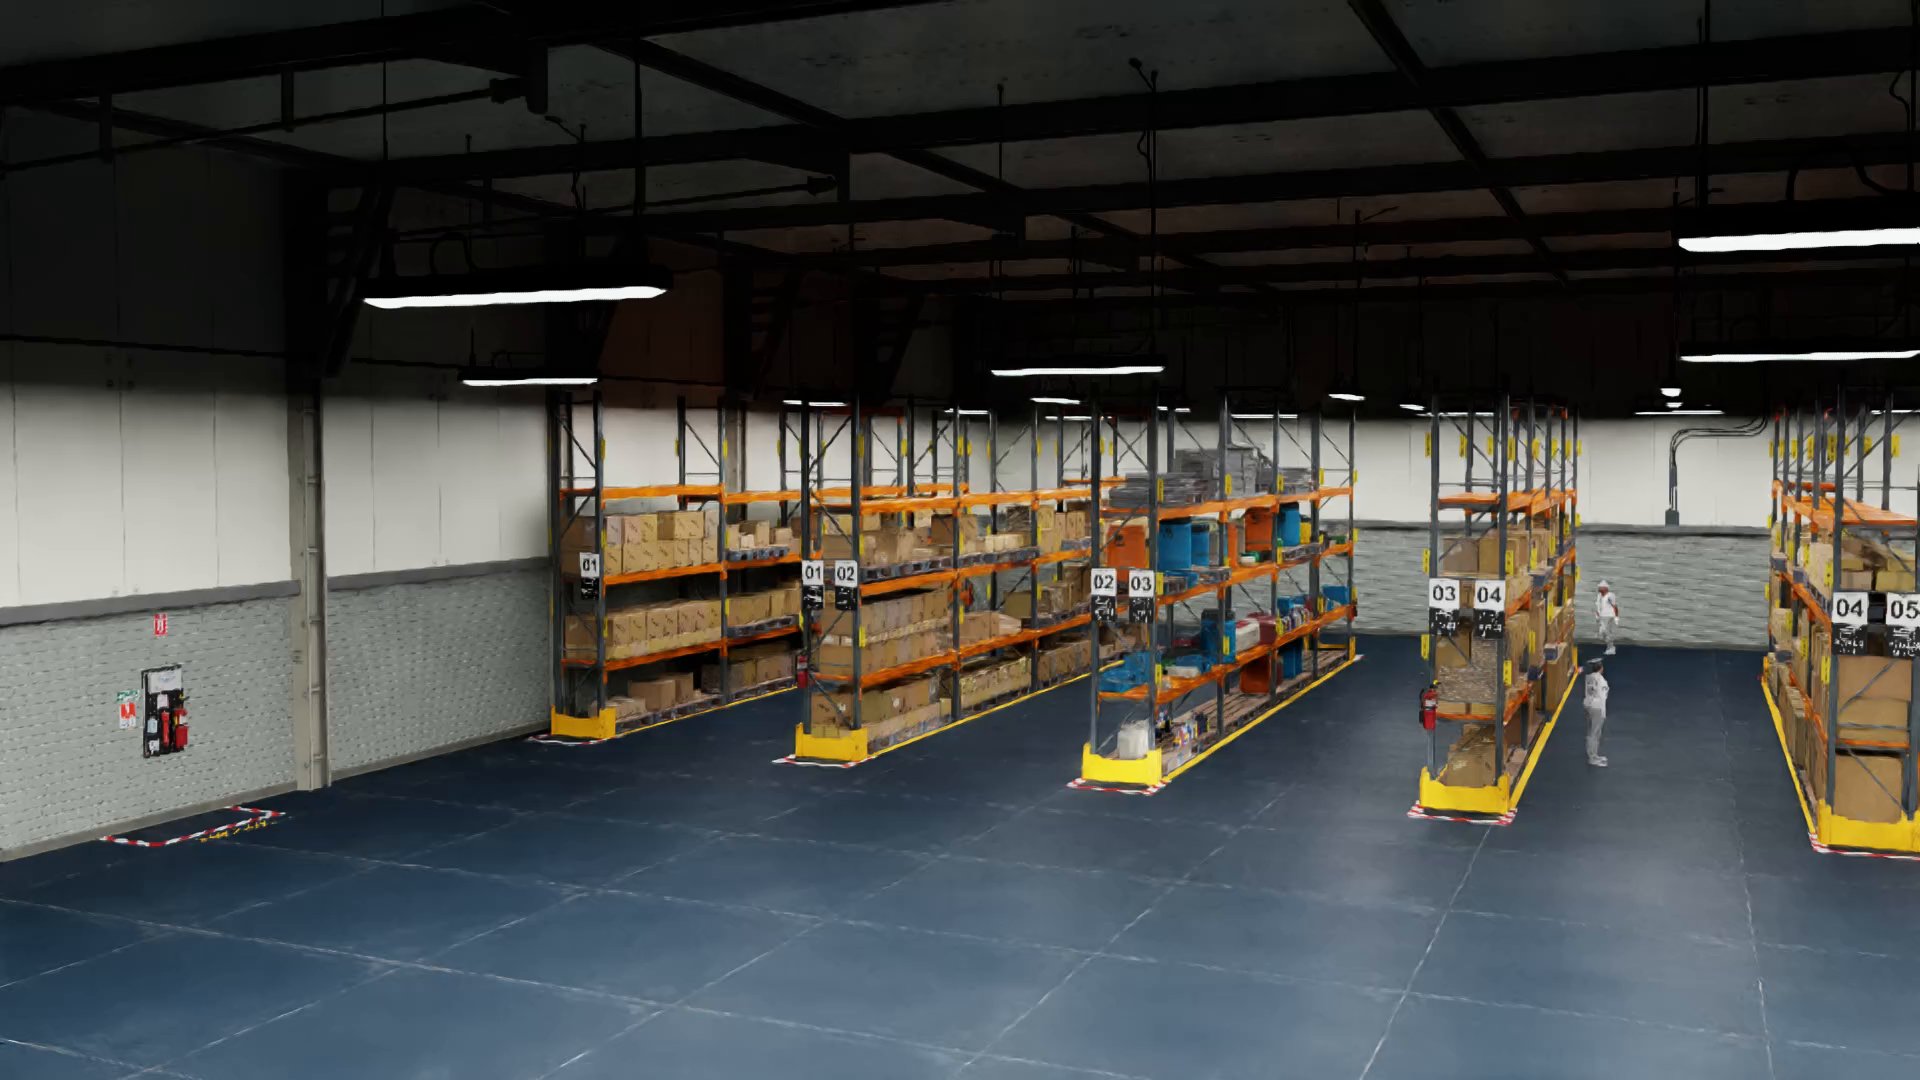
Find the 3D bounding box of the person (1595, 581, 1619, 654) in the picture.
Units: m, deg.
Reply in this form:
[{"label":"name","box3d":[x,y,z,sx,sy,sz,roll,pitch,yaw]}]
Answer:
[{"label":"person","box3d":[15.647,1.880,40.255,0.473,1.771,0.653,-1,3,-10]}]

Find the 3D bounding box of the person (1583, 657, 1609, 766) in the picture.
[{"label":"person","box3d":[10.089,2.700,26.305,0.408,1.680,0.538,0,3,-6]}]
